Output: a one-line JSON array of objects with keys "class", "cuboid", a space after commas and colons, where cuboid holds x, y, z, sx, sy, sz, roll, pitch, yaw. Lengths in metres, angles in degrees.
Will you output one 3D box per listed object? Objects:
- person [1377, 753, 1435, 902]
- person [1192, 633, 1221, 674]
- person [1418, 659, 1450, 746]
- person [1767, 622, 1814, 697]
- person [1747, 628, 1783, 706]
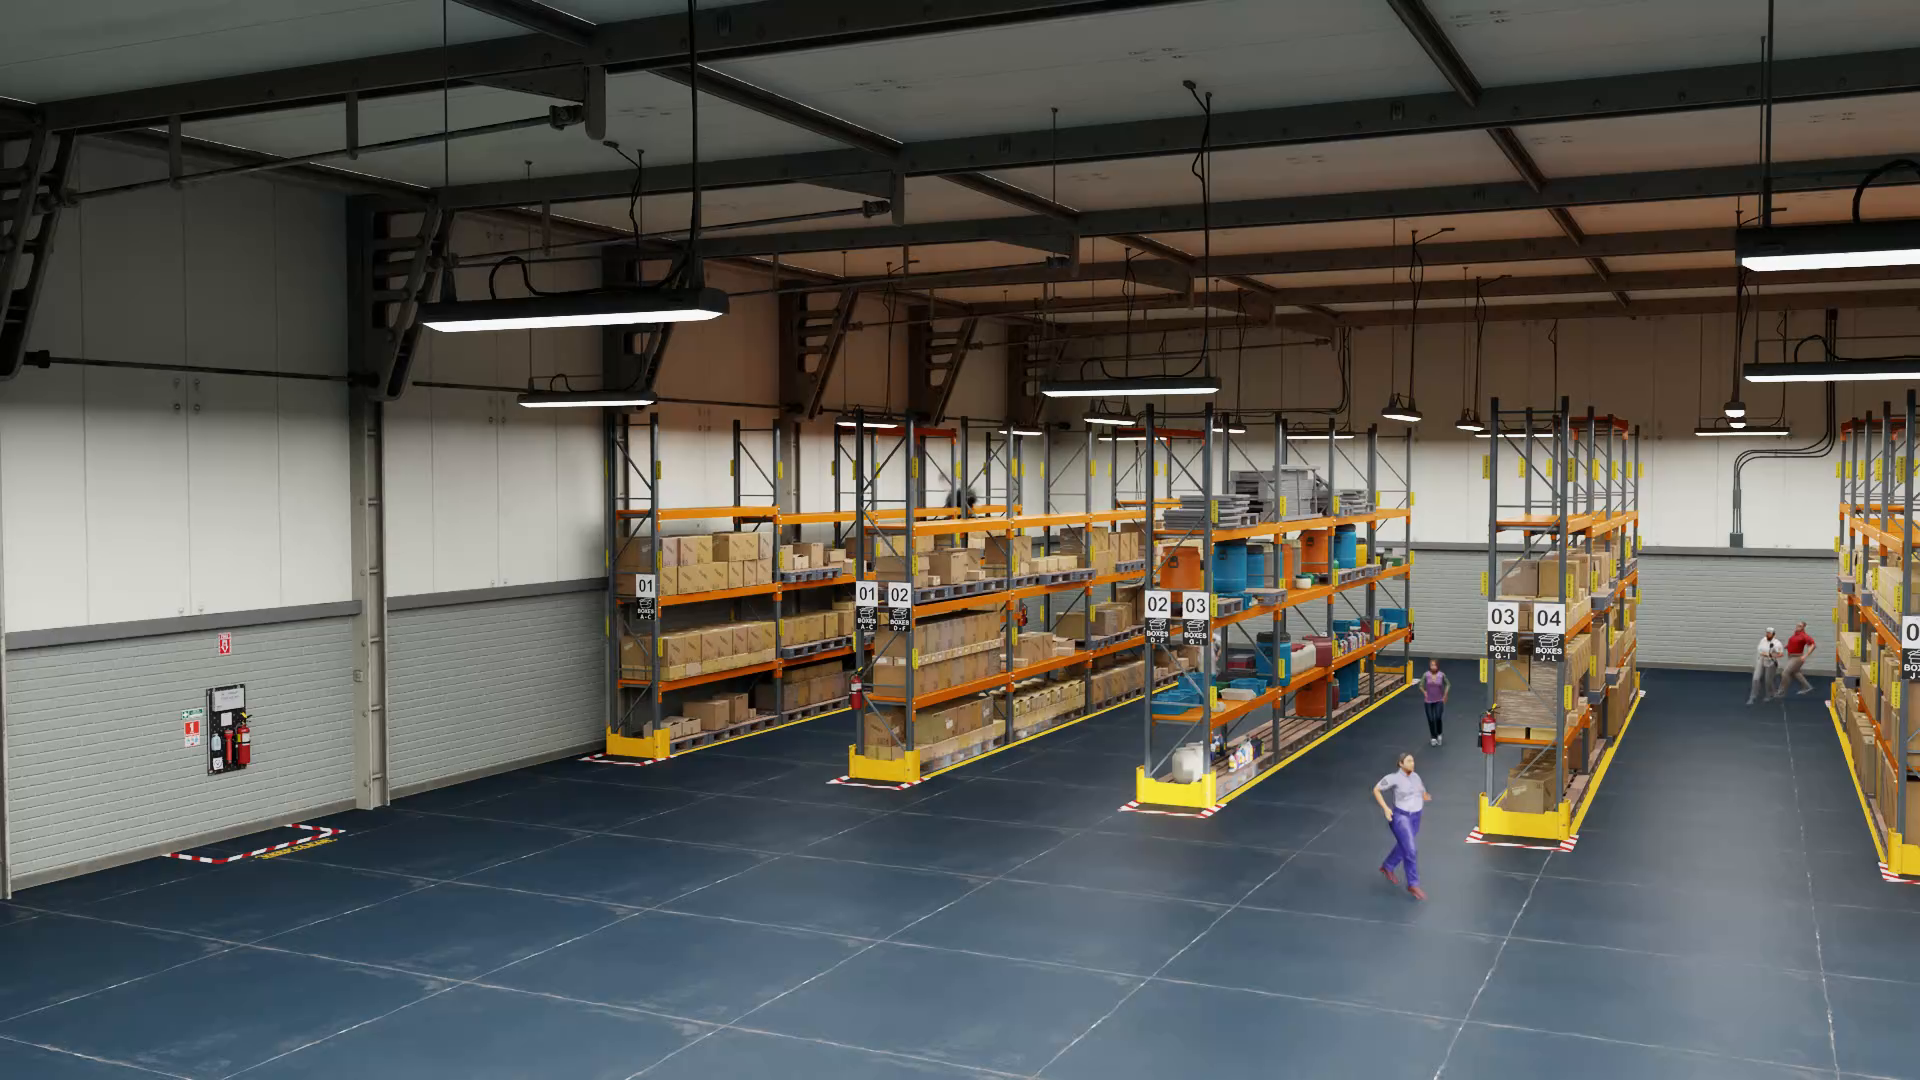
[{"class": "person", "cuboid": [5.288, 3.346, 19.615, 0.601, 1.633, 0.923, -2, 3, -34]}, {"class": "person", "cuboid": [5.295, 2.628, 35.725, 0.641, 1.820, 0.697, 1, 3, 21]}, {"class": "person", "cuboid": [8.560, 2.942, 30.068, 0.533, 1.567, 0.603, 1, 3, 22]}, {"class": "person", "cuboid": [18.217, 2.616, 36.396, 0.933, 1.682, 0.716, 0, 2, 10]}, {"class": "person", "cuboid": [17.260, 2.701, 35.451, 0.884, 1.670, 0.623, -2, 3, -38]}]
